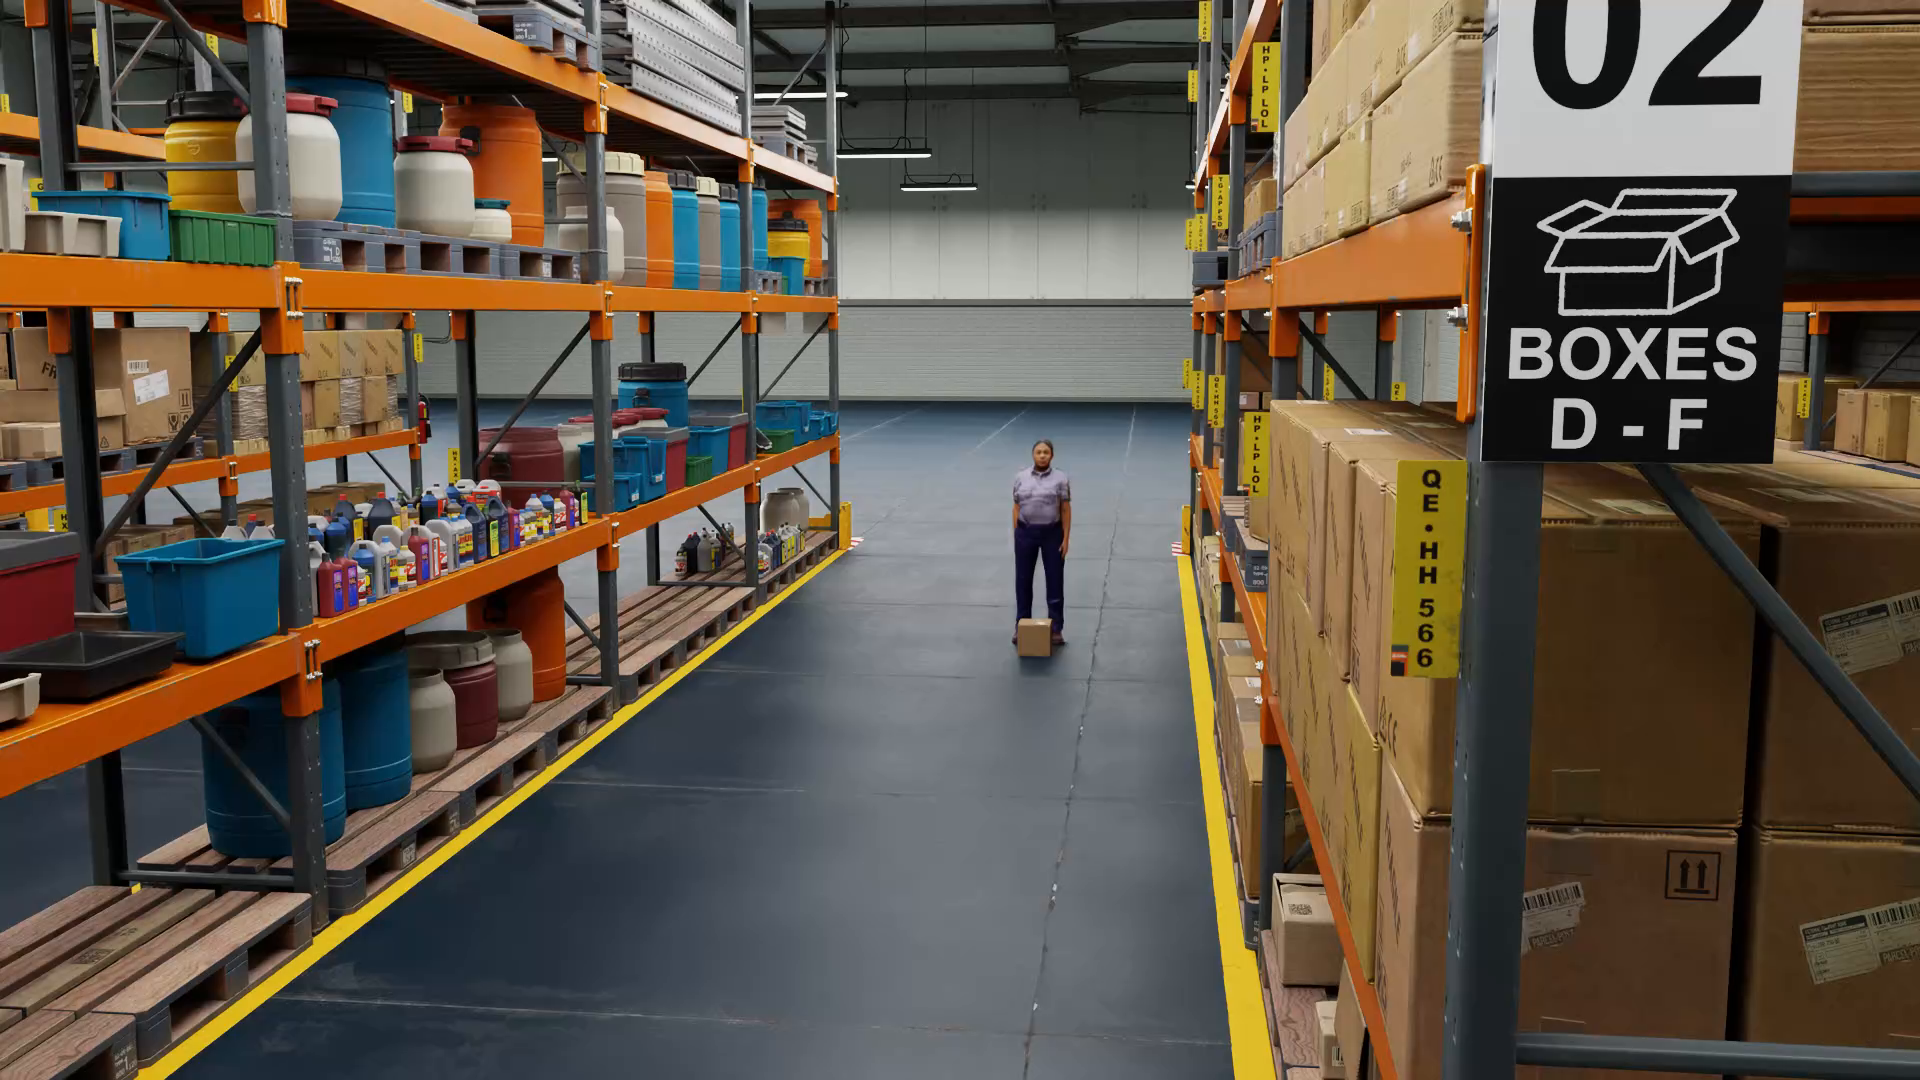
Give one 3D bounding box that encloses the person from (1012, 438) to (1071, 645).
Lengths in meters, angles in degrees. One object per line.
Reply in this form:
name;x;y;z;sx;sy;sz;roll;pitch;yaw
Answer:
person;0.652;0.008;13.313;0.467;1.651;0.345;1;8;8
